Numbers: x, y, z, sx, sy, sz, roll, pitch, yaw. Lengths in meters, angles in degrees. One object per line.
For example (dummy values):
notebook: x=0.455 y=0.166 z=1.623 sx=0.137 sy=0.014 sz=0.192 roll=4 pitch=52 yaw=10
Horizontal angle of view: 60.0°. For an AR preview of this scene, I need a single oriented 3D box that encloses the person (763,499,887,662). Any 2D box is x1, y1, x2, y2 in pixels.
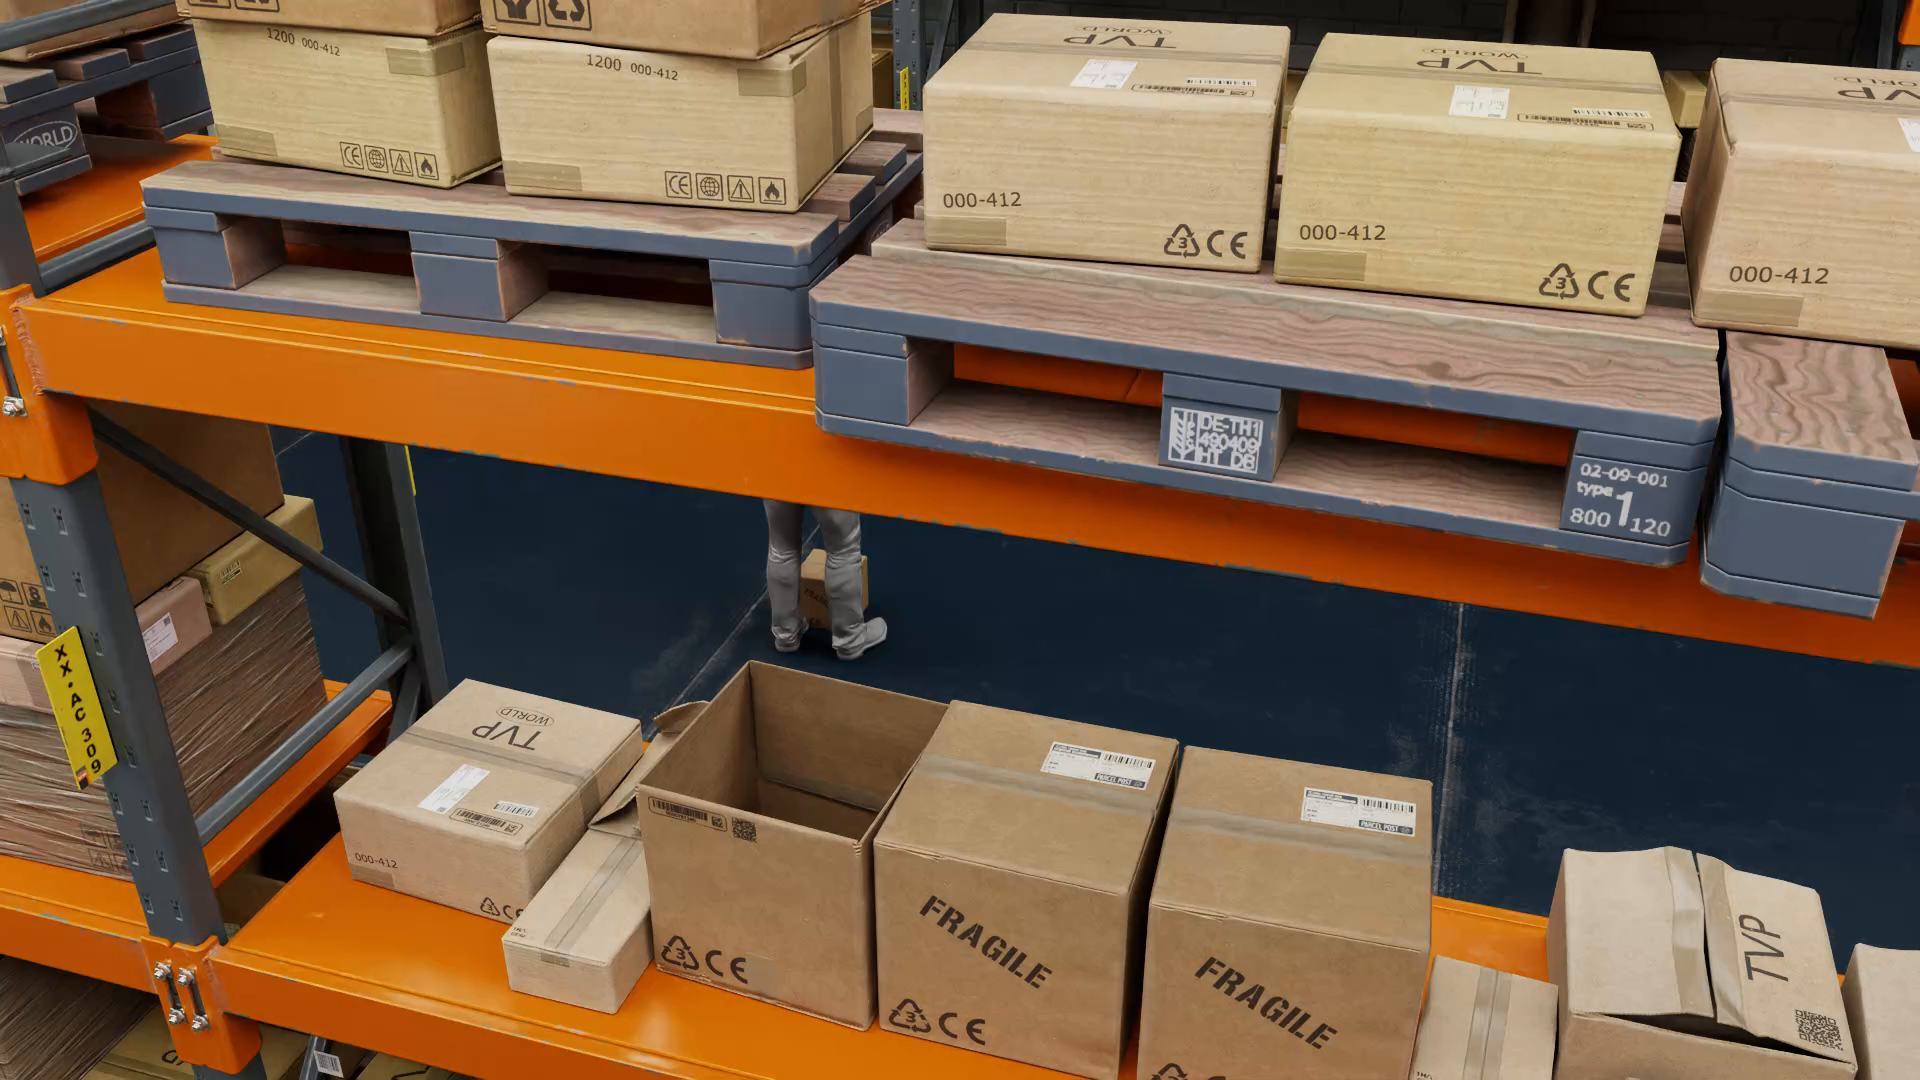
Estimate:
person: x=-0.623 y=-0.332 z=6.707 sx=0.629 sy=1.759 sz=0.460 roll=7 pitch=30 yaw=12
